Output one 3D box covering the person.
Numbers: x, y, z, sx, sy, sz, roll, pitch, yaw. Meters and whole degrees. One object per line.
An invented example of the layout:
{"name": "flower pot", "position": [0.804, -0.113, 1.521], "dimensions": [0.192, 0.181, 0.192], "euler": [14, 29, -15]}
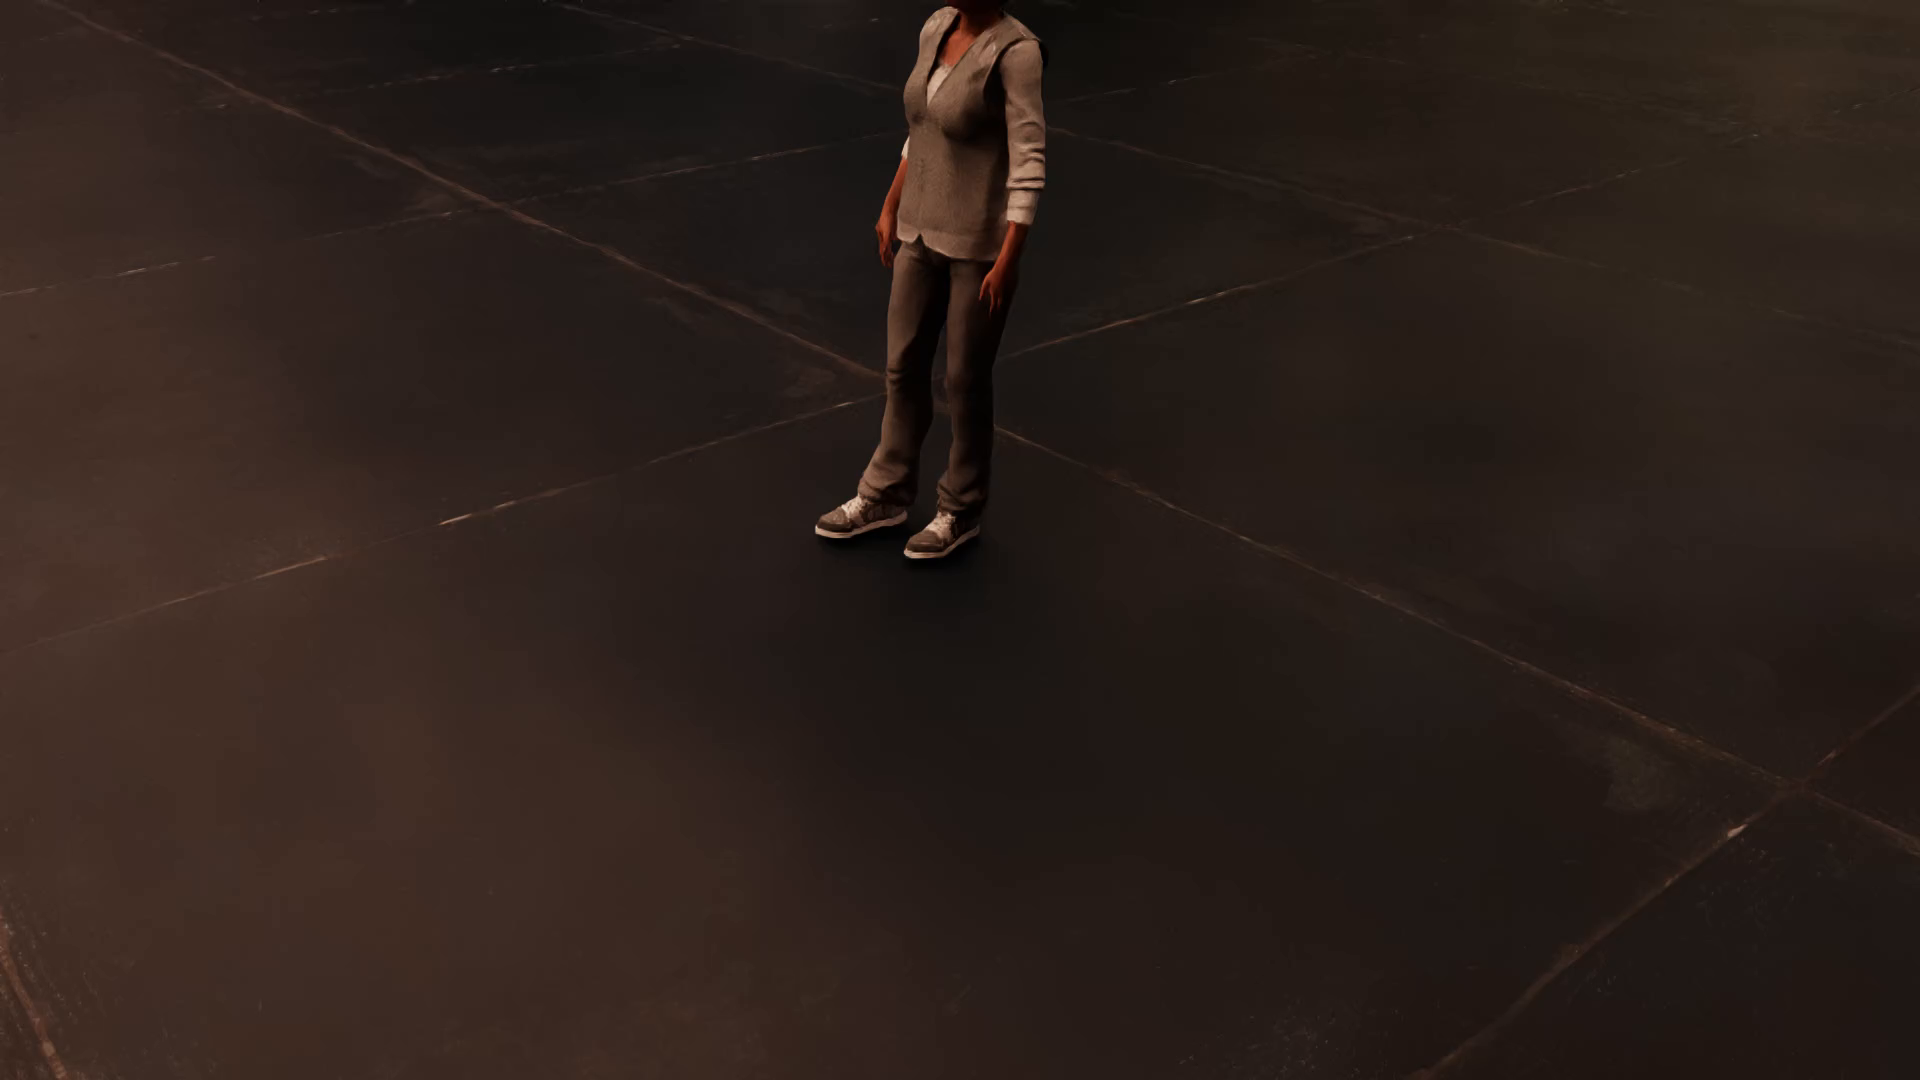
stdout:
{"name": "person", "position": [-0.066, -0.705, 4.110], "dimensions": [0.474, 1.597, 0.521], "euler": [-20, 33, -35]}
